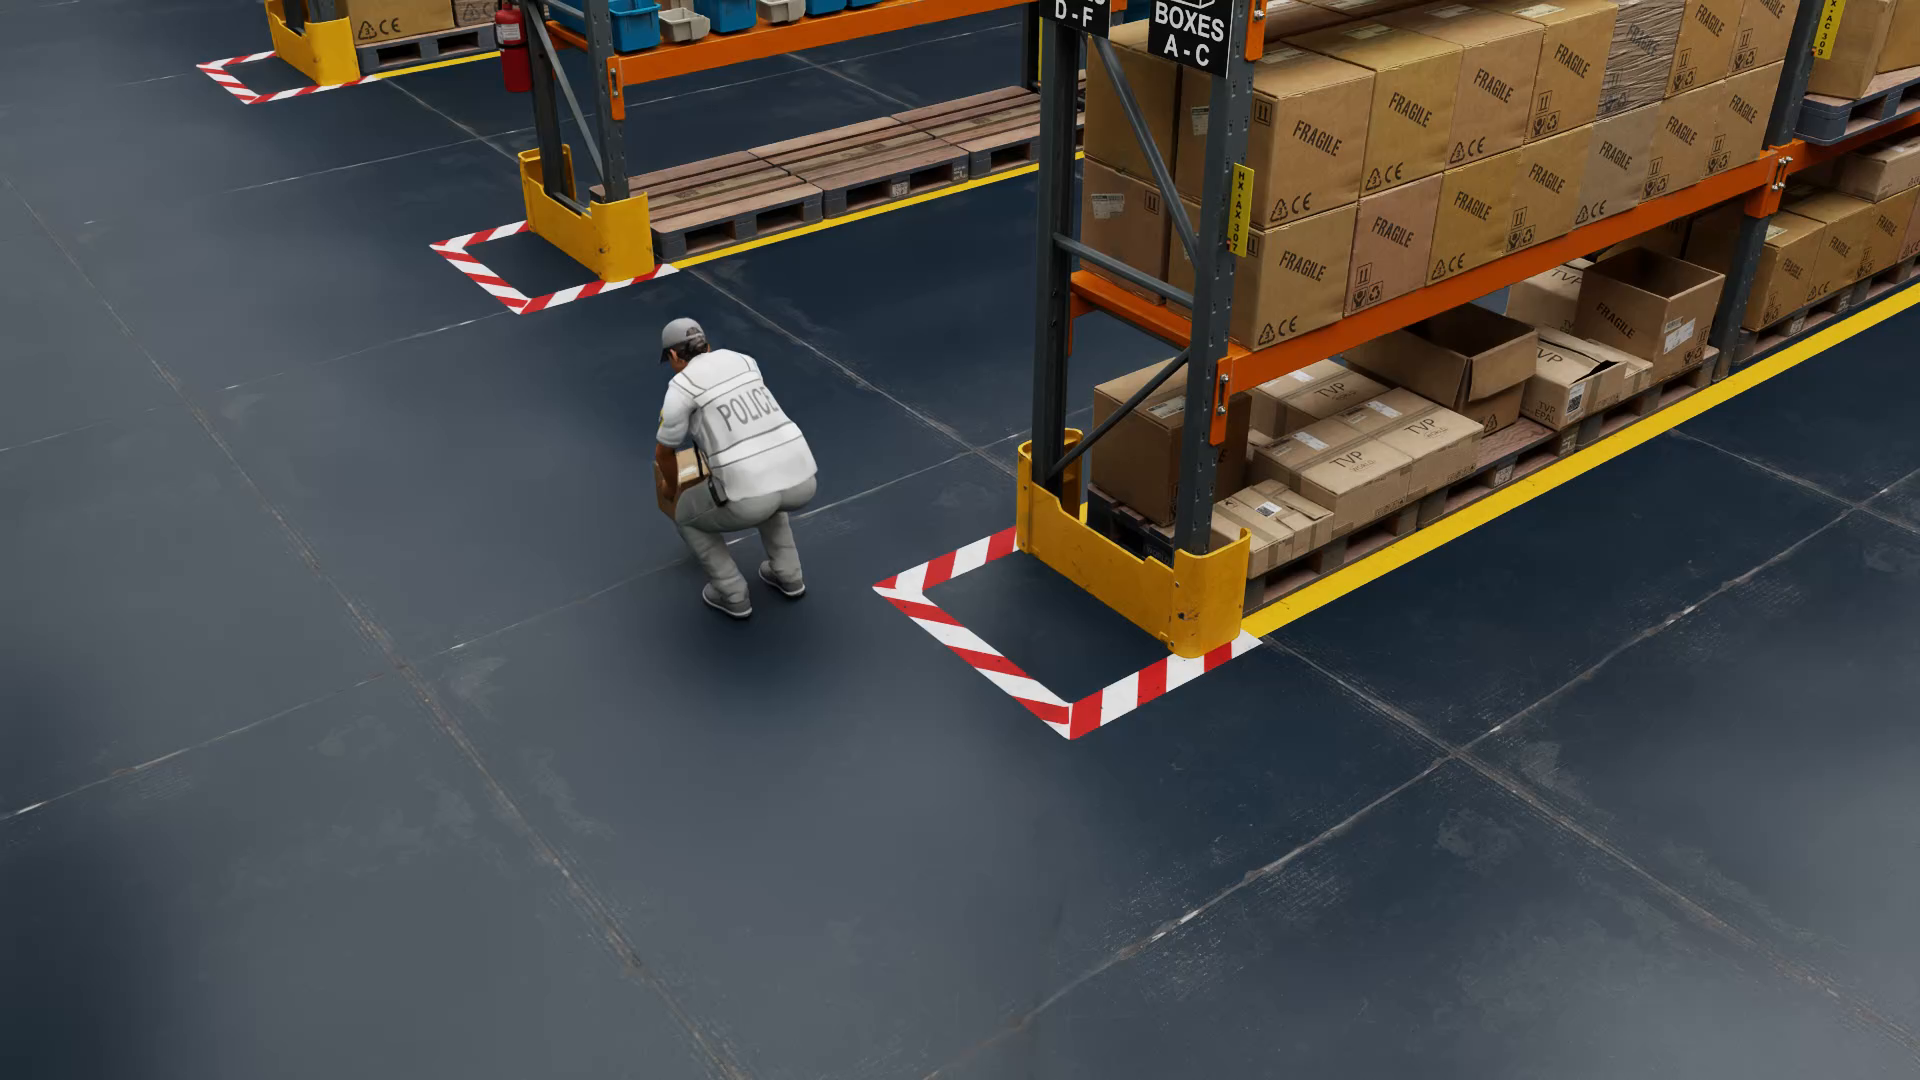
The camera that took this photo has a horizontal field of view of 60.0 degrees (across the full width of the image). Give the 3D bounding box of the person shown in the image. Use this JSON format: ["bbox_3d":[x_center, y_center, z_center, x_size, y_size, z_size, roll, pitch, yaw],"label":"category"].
[{"bbox_3d":[-0.970,-0.288,7.019,0.541,1.212,0.803,-23,39,-31],"label":"person"}]
